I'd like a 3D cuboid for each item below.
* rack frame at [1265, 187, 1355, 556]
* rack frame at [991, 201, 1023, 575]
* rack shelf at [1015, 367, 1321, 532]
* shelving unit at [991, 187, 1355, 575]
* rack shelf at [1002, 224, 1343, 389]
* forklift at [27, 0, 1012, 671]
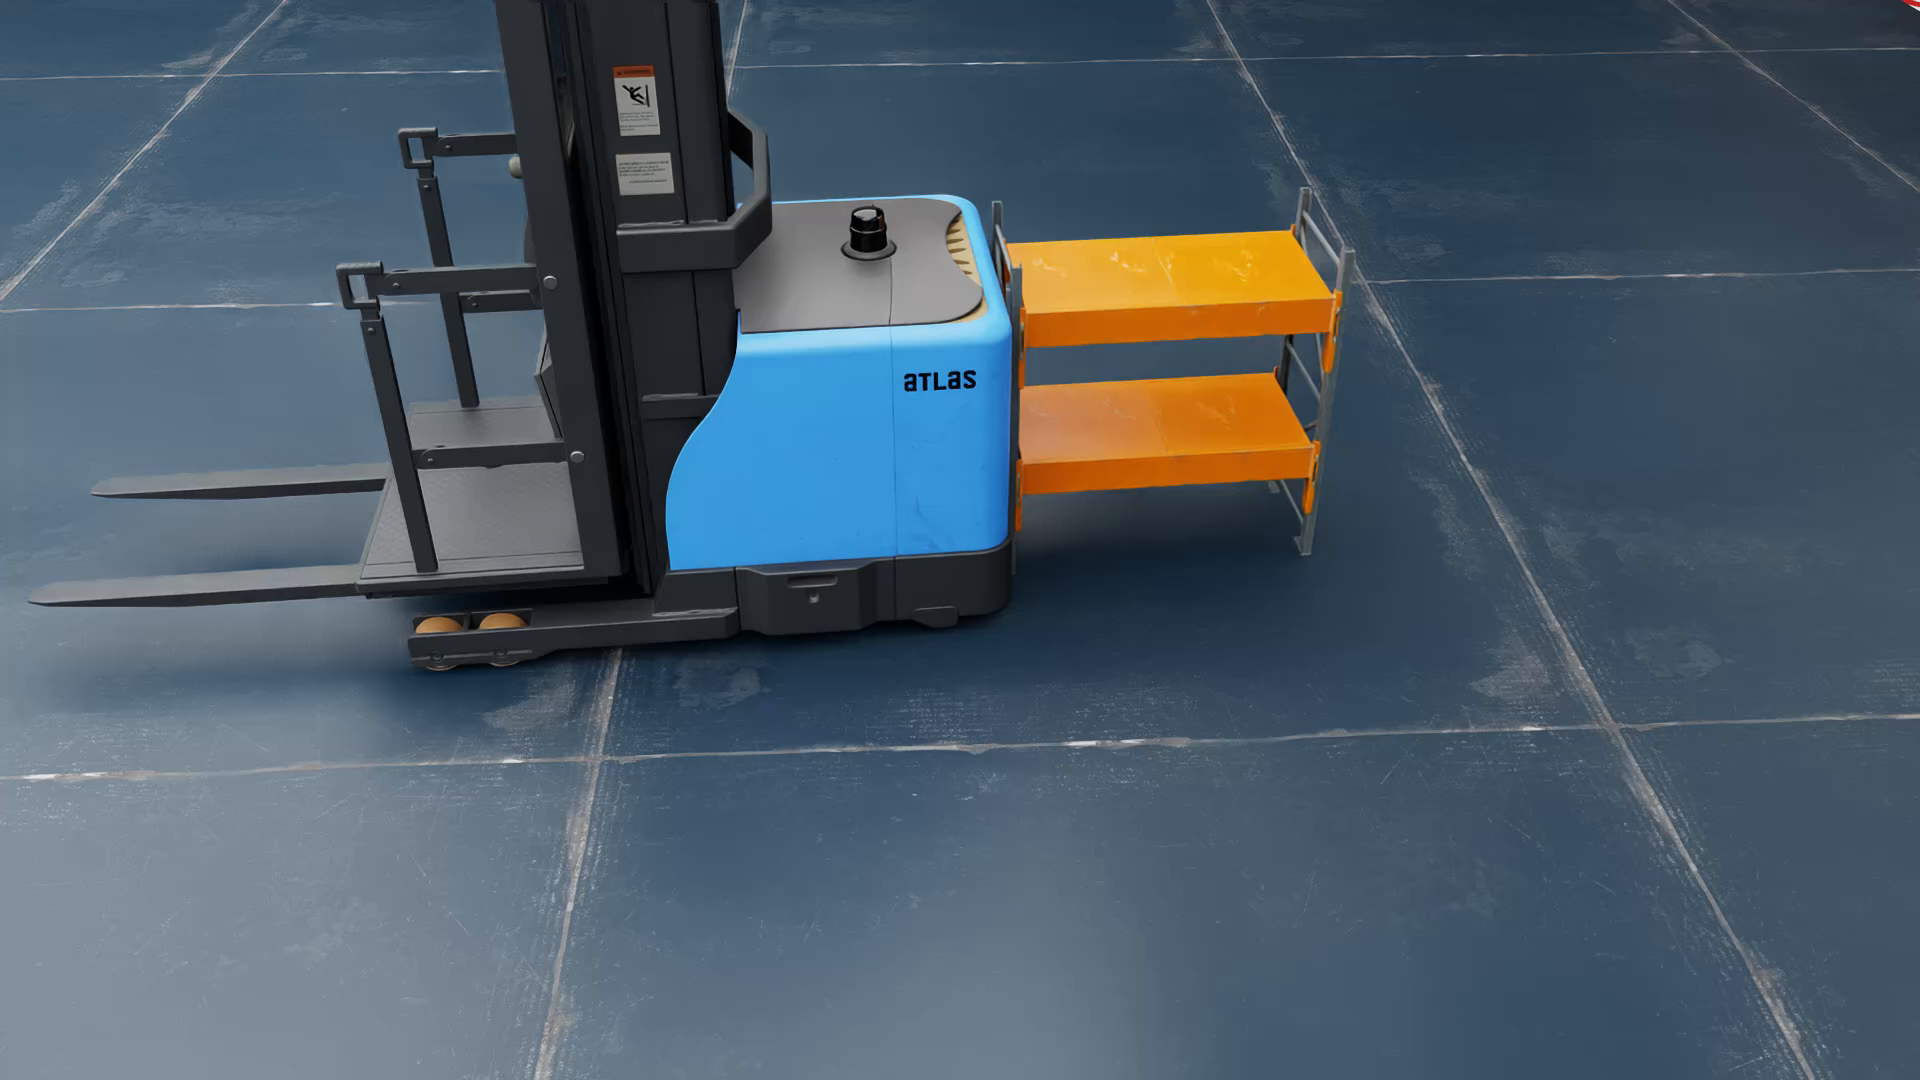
[{"bbox_3d":[1.155,-0.550,5.557,0.032,1.125,0.500,-4,35,-5],"label":"rack frame"},{"bbox_3d":[0.144,-0.486,5.464,0.032,1.125,0.500,-4,35,-5],"label":"rack frame"},{"bbox_3d":[0.650,-0.317,5.650,1.000,0.278,0.538,-4,35,-5],"label":"rack shelf"},{"bbox_3d":[0.650,-0.518,5.511,1.048,1.125,0.538,-4,35,-5],"label":"shelving unit"},{"bbox_3d":[0.650,-0.759,5.344,1.000,0.278,0.538,-4,35,-5],"label":"rack shelf"},{"bbox_3d":[-1.389,-1.117,4.789,3.031,2.935,1.130,-4,35,-5],"label":"forklift"}]
